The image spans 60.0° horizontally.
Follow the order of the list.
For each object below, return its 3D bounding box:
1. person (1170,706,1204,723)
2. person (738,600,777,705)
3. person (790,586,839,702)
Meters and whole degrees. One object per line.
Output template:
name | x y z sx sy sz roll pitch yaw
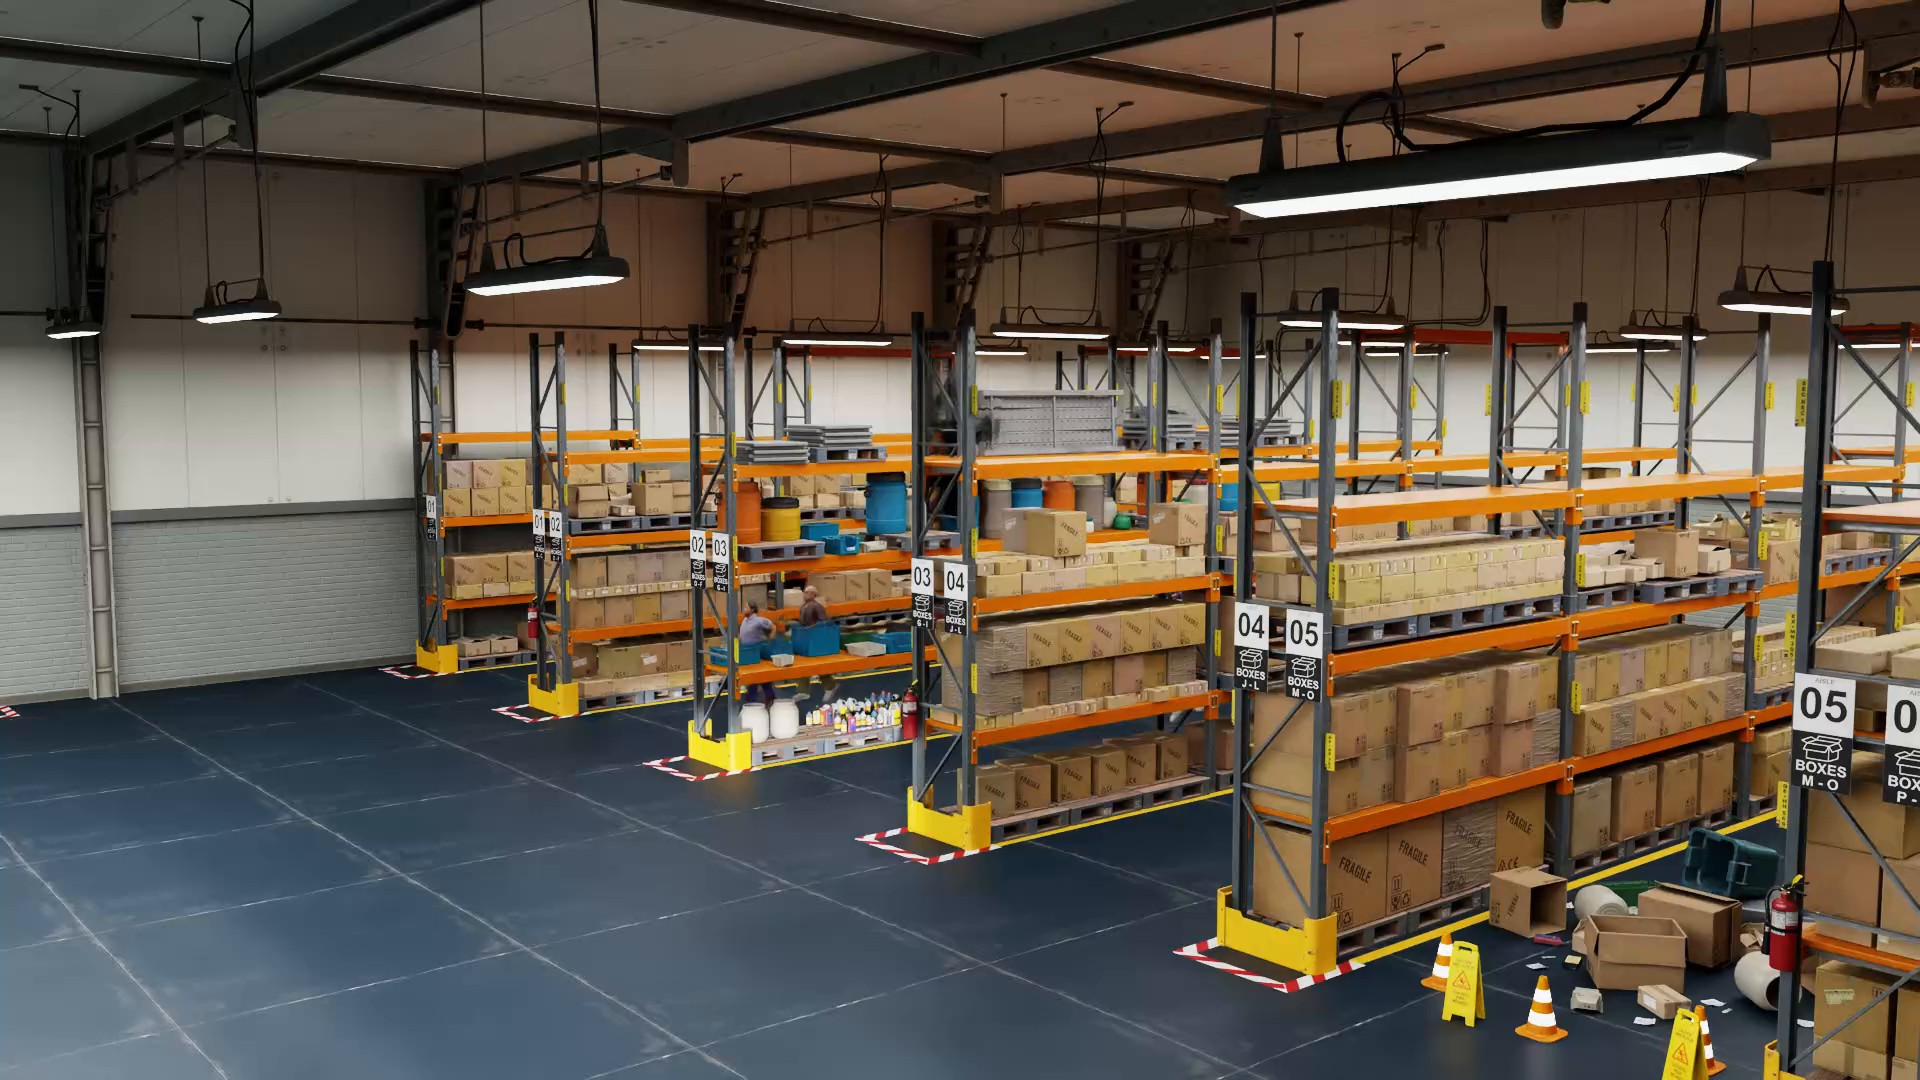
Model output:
person | 3.393 1.727 24.599 0.672 1.891 0.819 4 7 36
person | -3.074 1.789 24.978 0.827 1.752 0.608 -4 6 -35
person | -2.322 1.616 25.785 0.789 1.823 0.716 -4 7 -37
